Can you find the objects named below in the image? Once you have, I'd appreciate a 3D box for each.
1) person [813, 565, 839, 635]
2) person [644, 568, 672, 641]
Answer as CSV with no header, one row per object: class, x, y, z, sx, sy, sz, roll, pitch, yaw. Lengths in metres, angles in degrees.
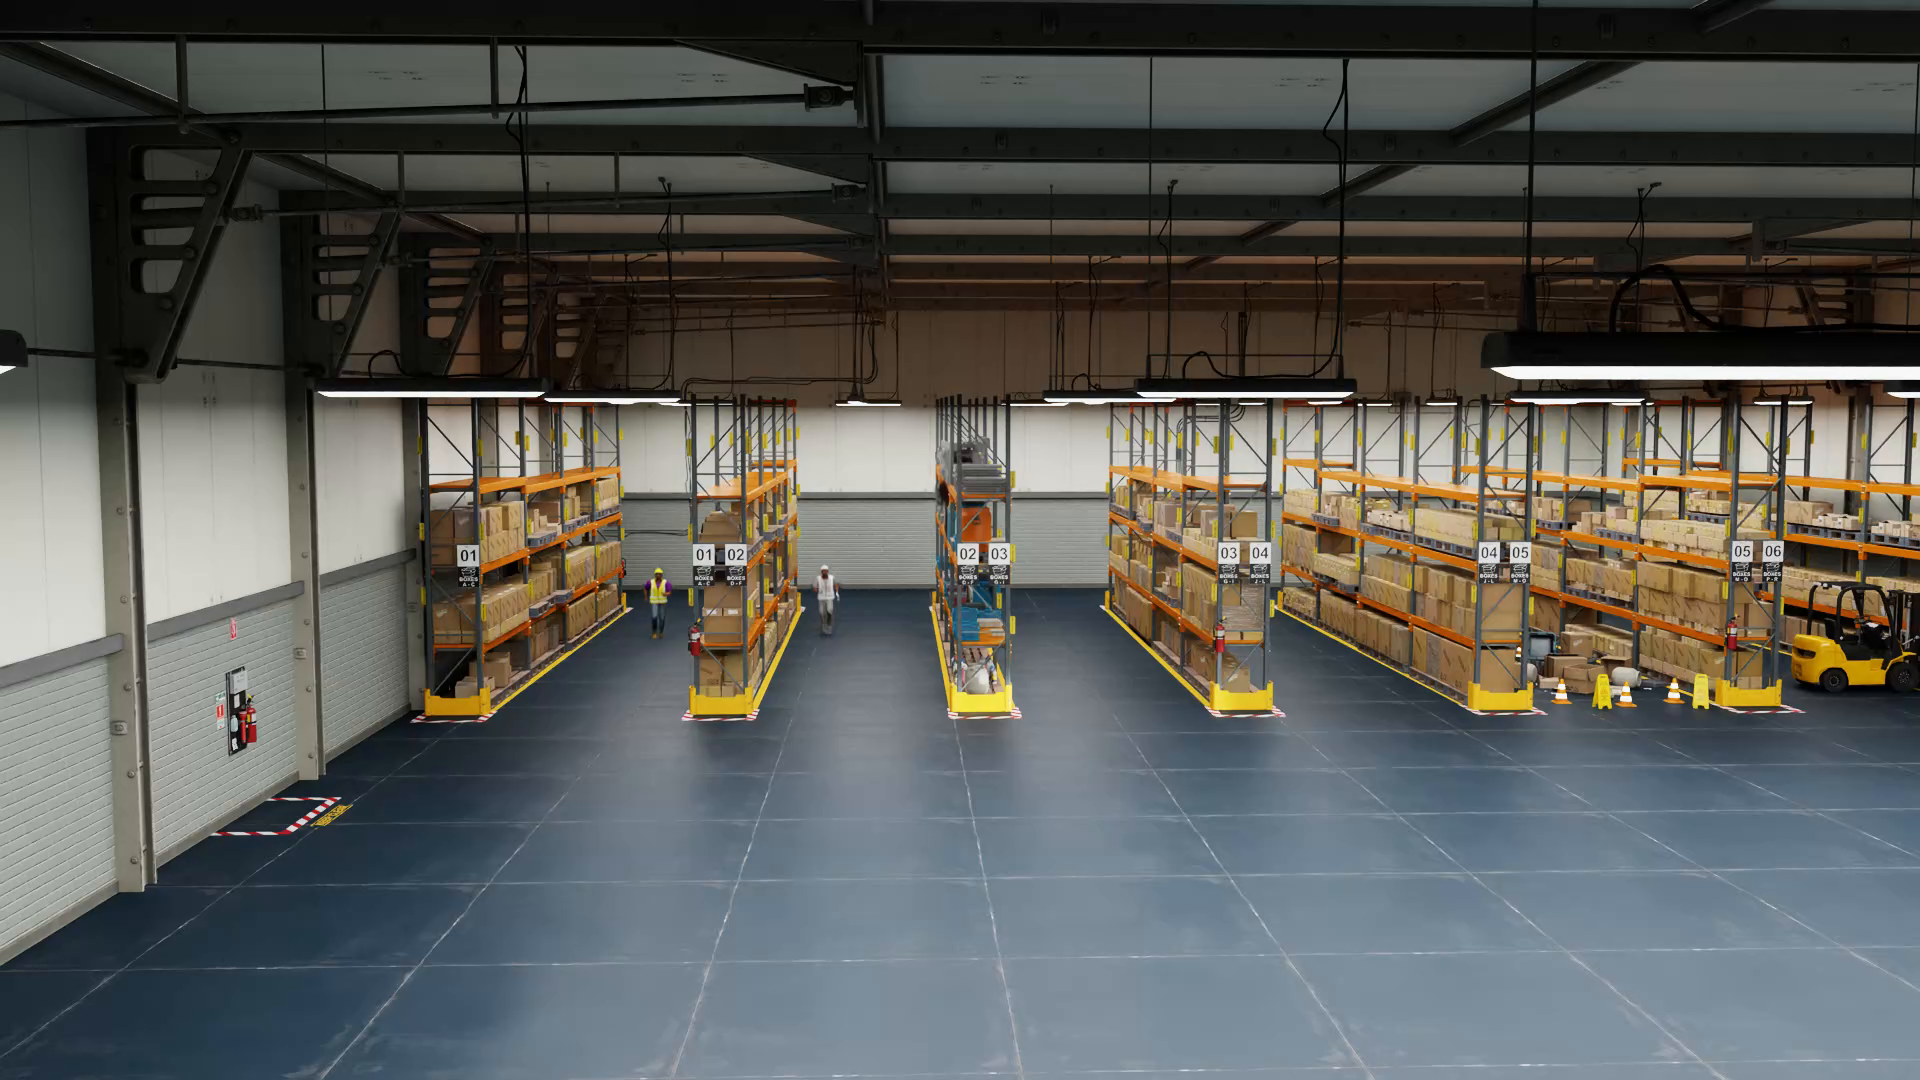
person,-3.396,1.522,42.137,0.657,1.784,0.796,0,4,-1
person,-7.492,1.598,41.271,0.691,1.789,0.722,-1,5,-12
